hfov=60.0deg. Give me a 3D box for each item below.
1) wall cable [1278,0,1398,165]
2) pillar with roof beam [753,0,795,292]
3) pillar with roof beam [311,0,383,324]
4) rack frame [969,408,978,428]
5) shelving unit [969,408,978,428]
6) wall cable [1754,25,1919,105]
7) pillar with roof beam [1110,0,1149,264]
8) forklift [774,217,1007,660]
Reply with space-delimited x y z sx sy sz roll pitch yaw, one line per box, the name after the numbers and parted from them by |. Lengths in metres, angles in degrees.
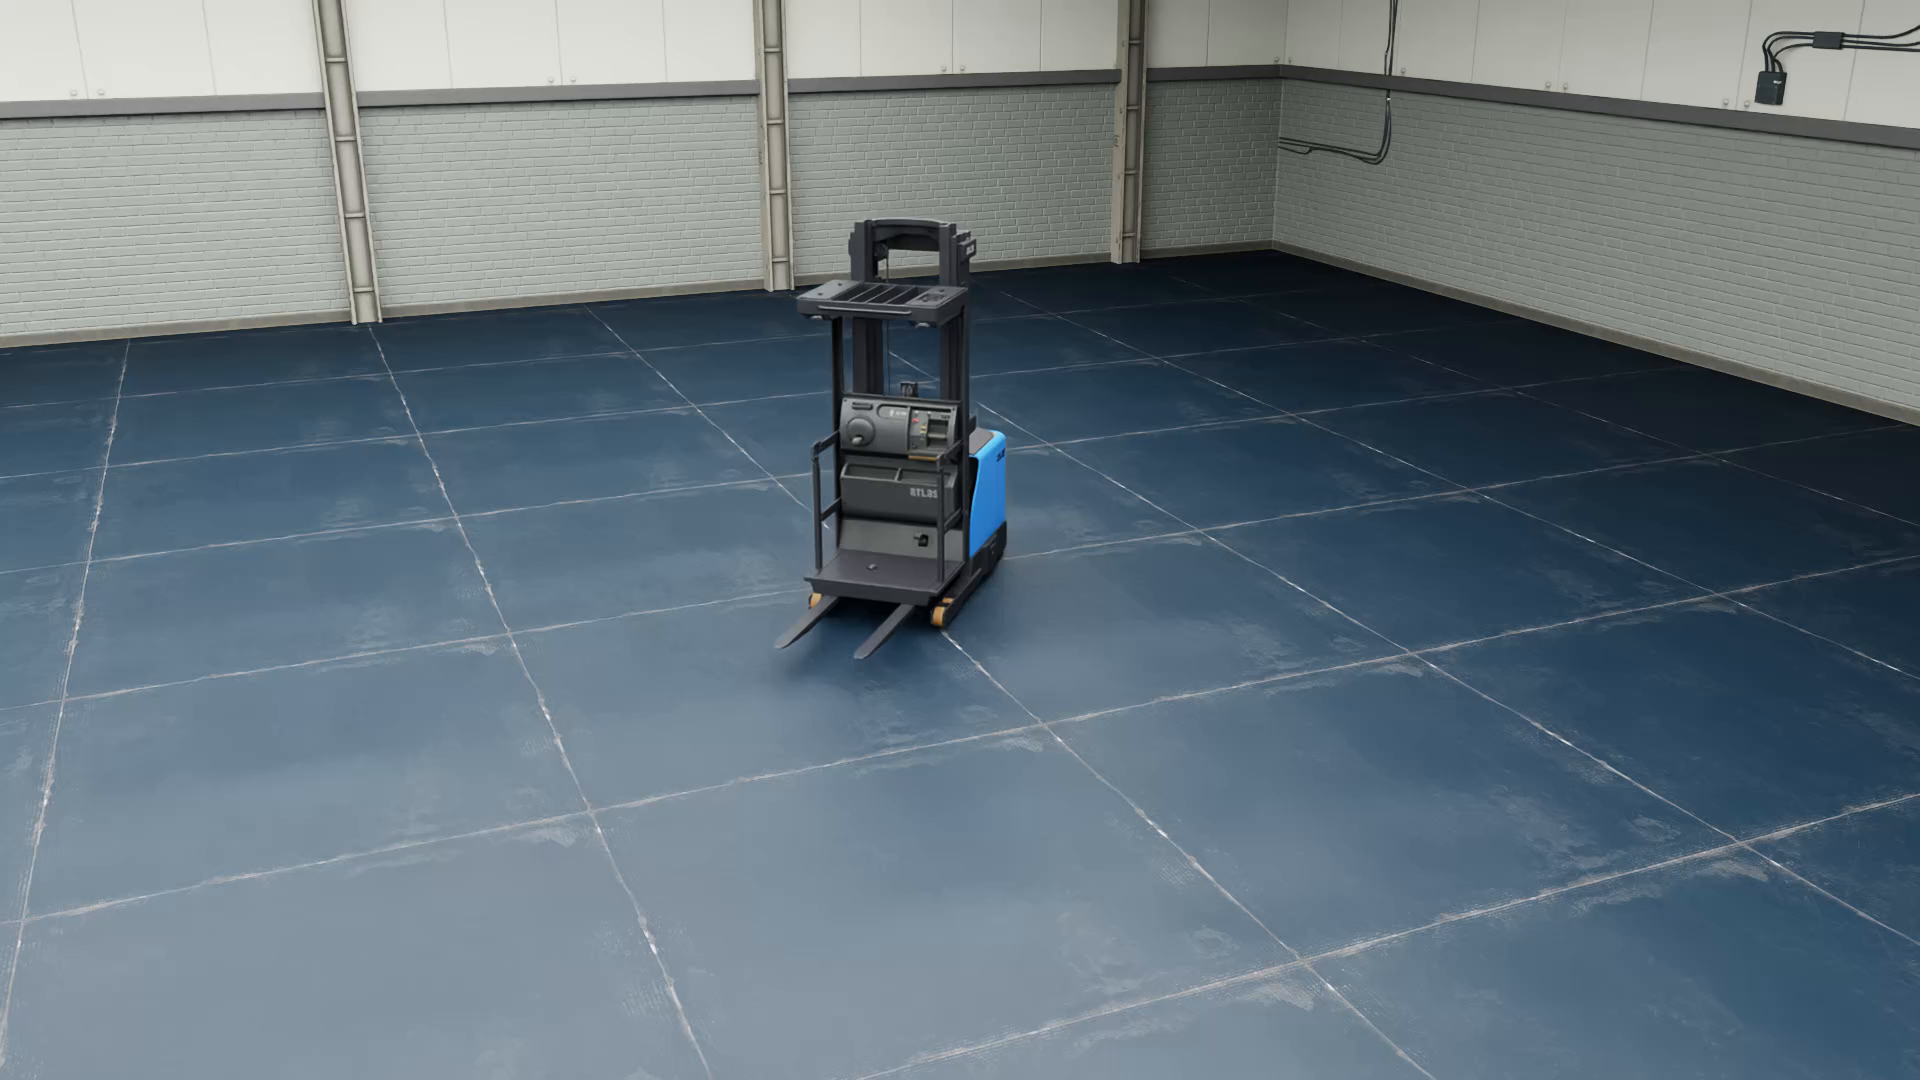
5.973 -7.396 26.653 0.112 2.526 3.097 -8 21 -22 | wall cable
-1.060 -6.774 20.212 0.400 9.000 9.100 -8 21 -22 | pillar with roof beam
-6.569 -5.985 17.970 0.400 9.000 9.100 -8 21 -22 | pillar with roof beam
0.101 -0.587 14.383 0.006 1.200 0.240 -9 21 -23 | rack frame
0.018 -0.575 14.347 0.189 1.200 0.258 -9 21 -23 | shelving unit
9.719 -7.568 17.344 0.169 6.003 2.305 -8 21 -22 | wall cable
4.449 -7.563 22.453 0.400 9.000 9.100 -8 21 -22 | pillar with roof beam
-0.536 -0.862 12.558 1.130 2.935 3.031 6 20 17 | forklift
